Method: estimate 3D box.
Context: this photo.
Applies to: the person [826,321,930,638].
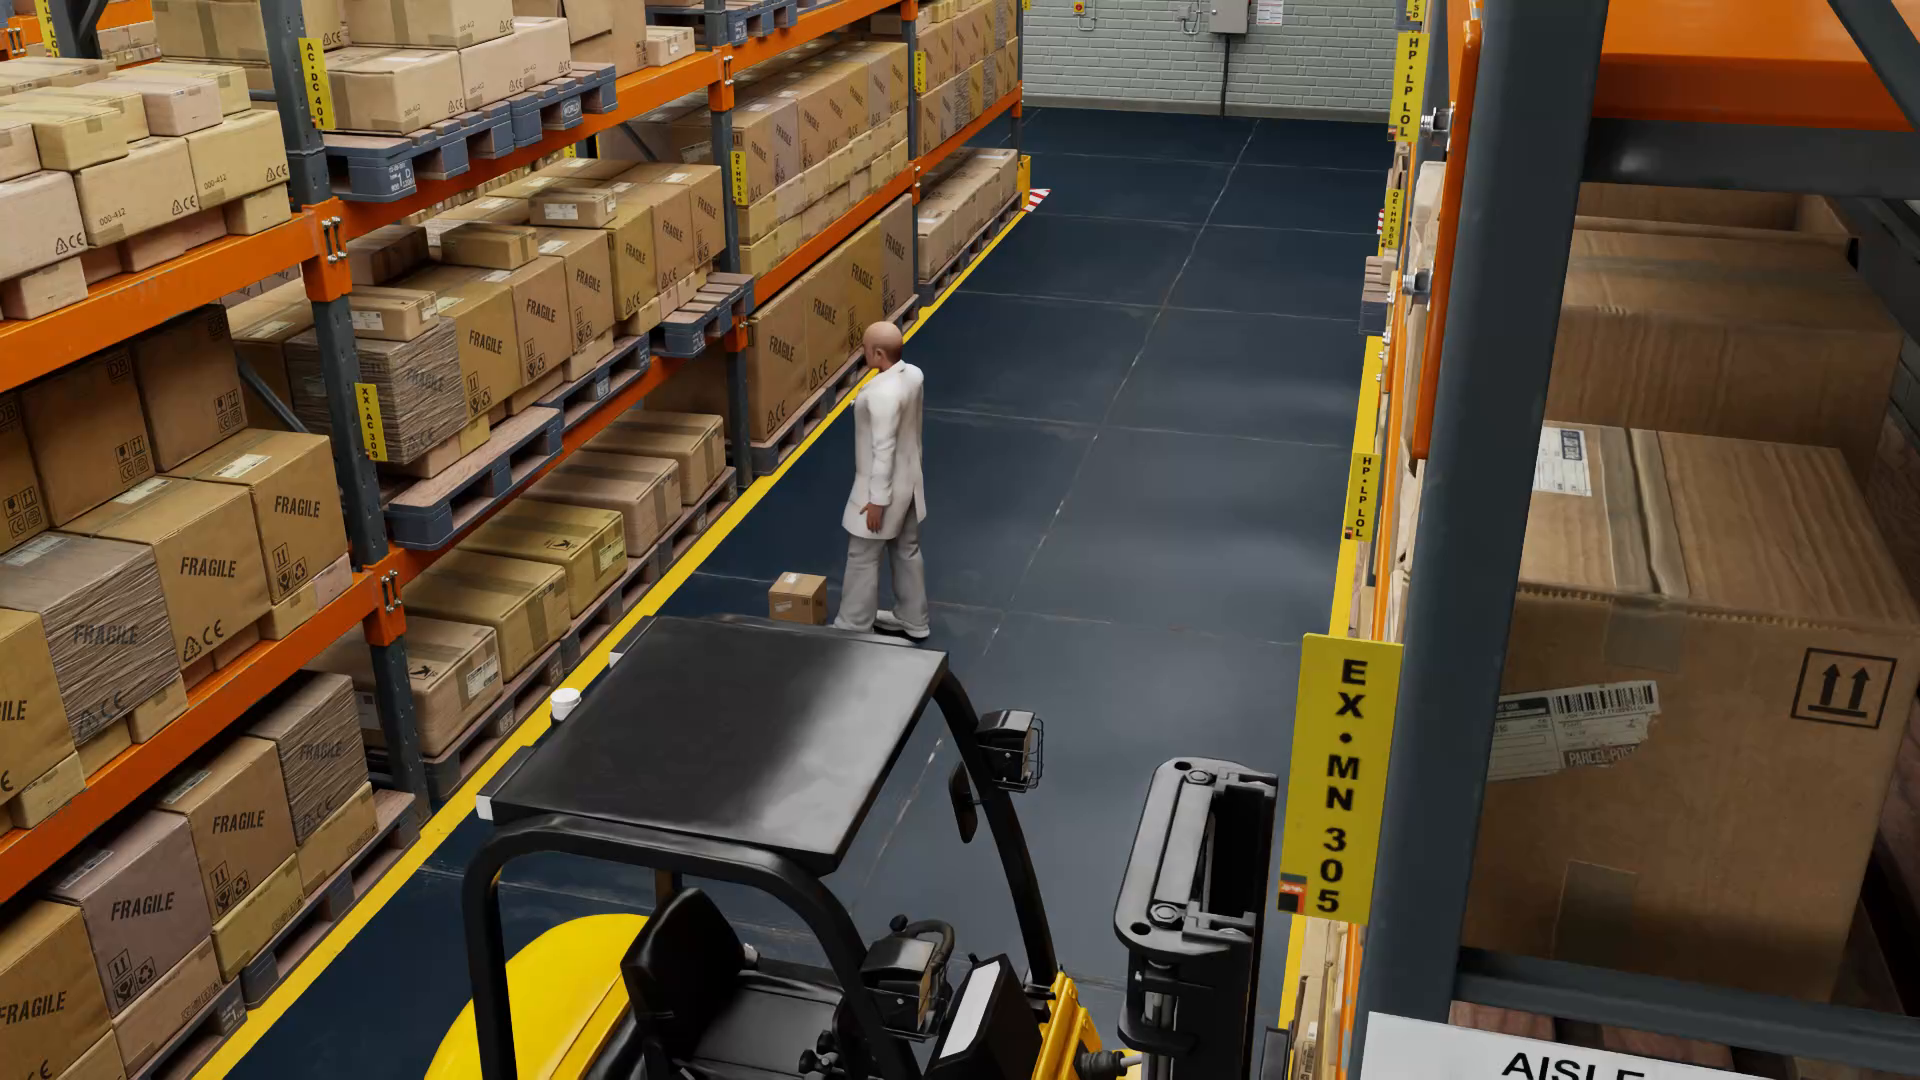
[{"bbox_3d":[-0.462,-0.304,8.763,0.611,1.785,0.635,10,27,20],"label":"person"}]
